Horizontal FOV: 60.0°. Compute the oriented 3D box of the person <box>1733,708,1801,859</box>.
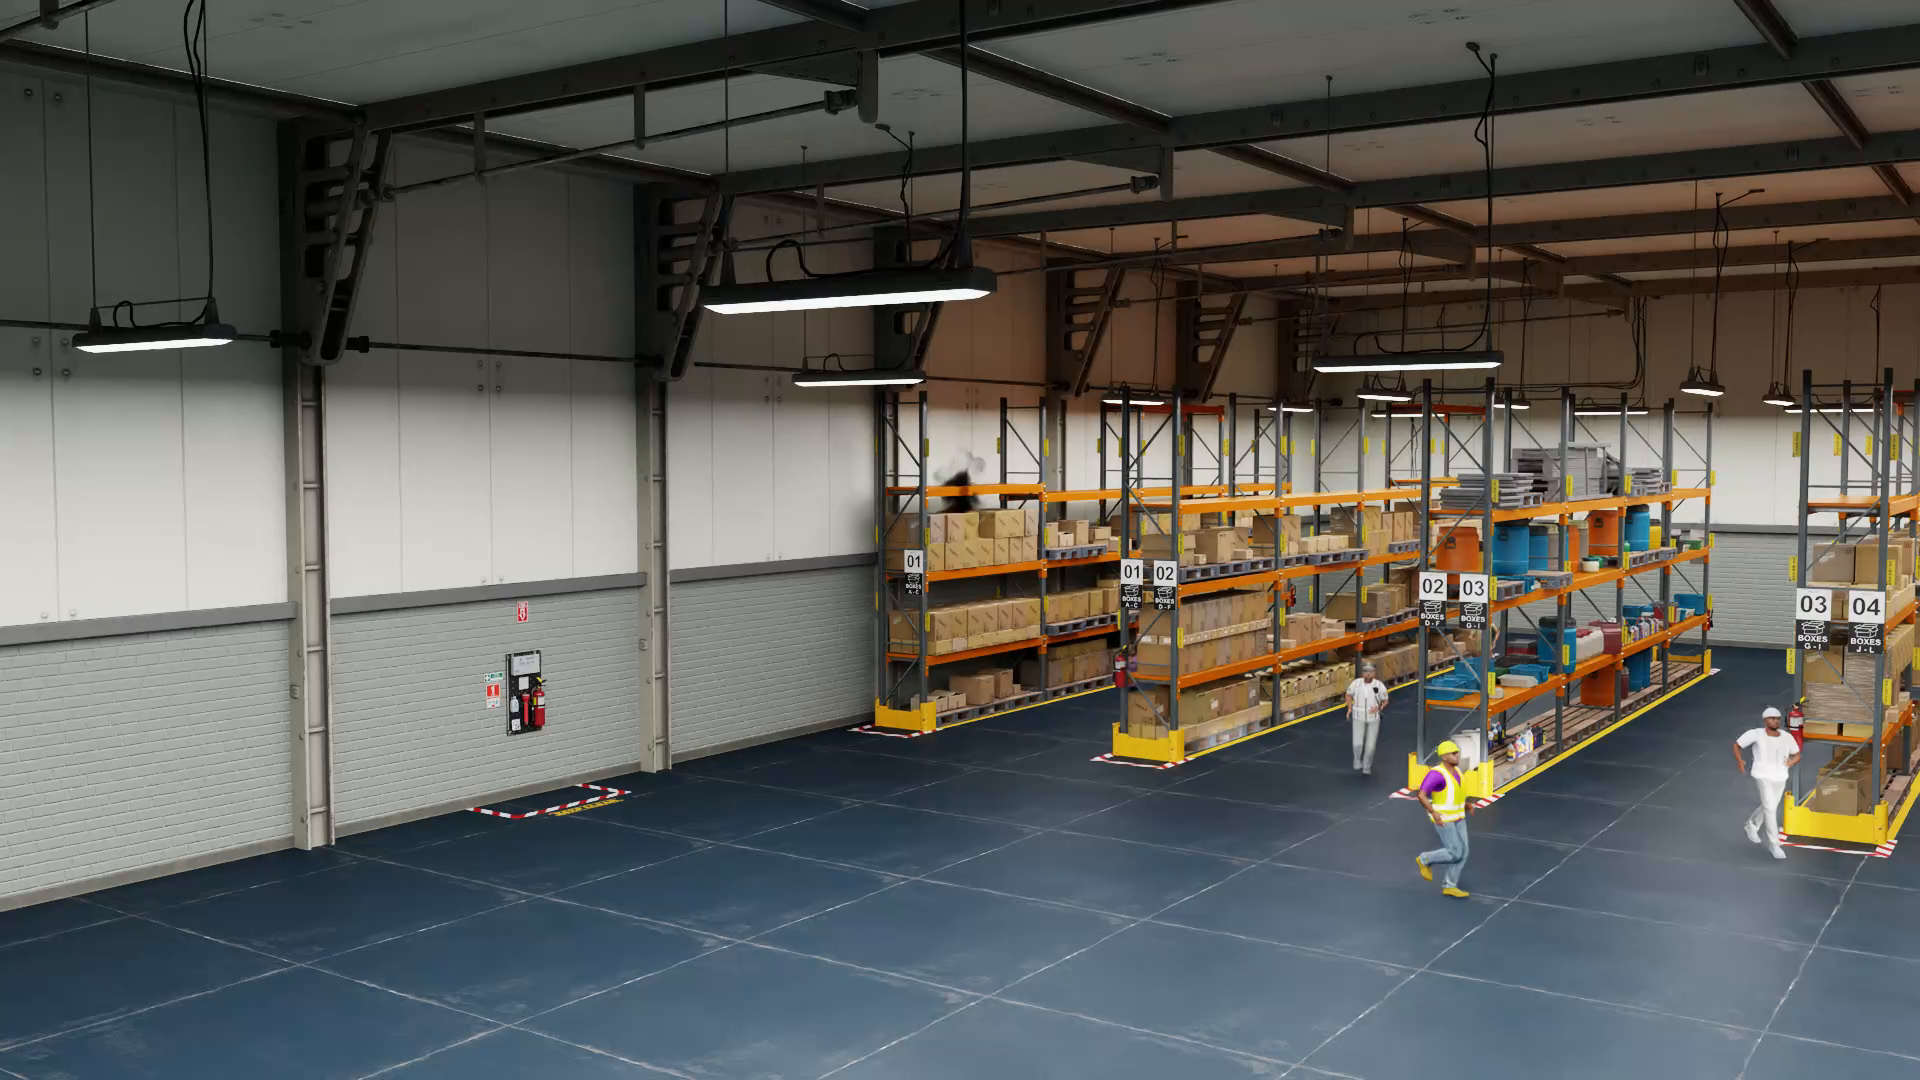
[{"bbox_3d":[10.052,2.963,20.584,0.759,1.774,0.906,0,3,-8],"label":"person"}]

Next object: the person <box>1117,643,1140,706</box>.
[{"bbox_3d":[3.000,2.596,29.423,0.507,1.552,0.512,1,3,25],"label":"person"}]

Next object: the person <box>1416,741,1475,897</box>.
[{"bbox_3d":[5.438,3.108,18.616,0.718,1.724,0.618,-3,4,-41],"label":"person"}]

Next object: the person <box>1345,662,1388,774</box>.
[{"bbox_3d":[6.204,2.721,25.396,0.648,1.730,0.587,1,3,15],"label":"person"}]

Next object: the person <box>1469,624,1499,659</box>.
[{"bbox_3d":[10.654,2.274,33.853,0.579,1.667,0.953,1,3,23],"label":"person"}]
